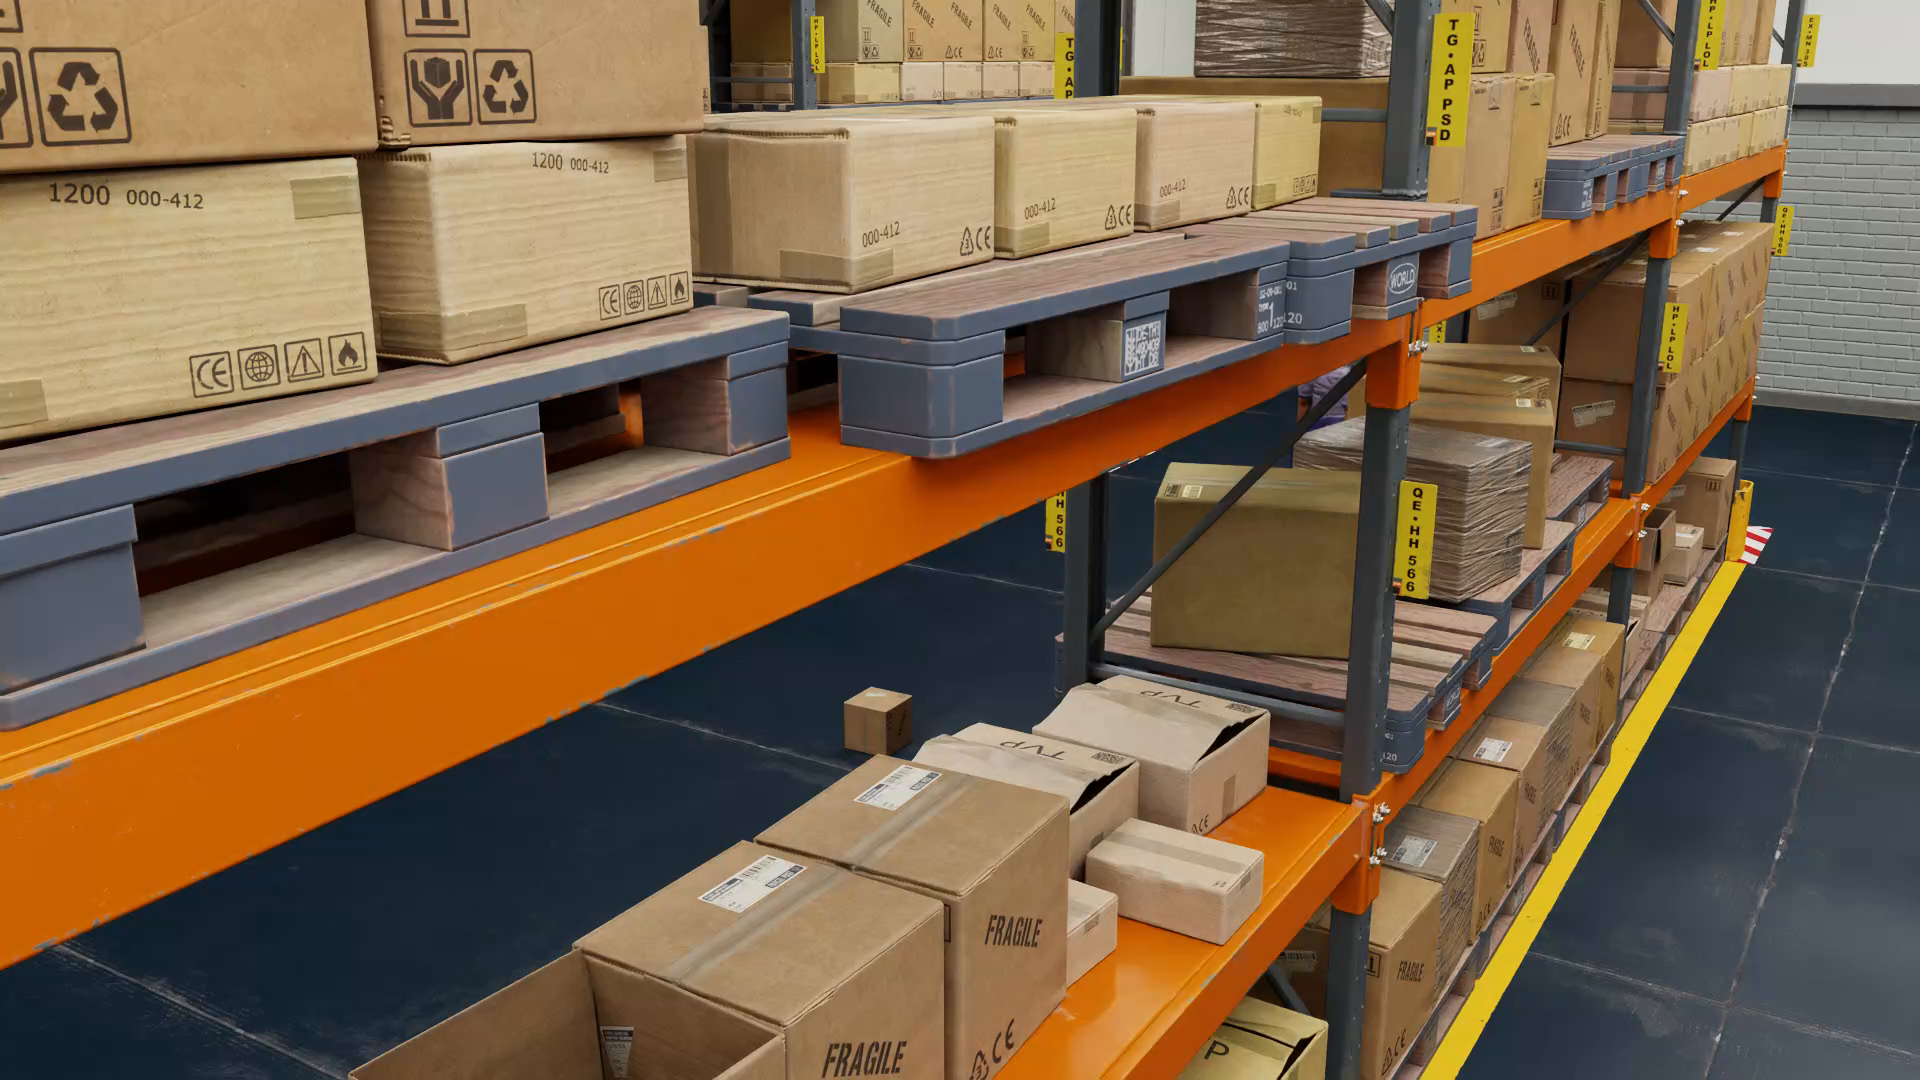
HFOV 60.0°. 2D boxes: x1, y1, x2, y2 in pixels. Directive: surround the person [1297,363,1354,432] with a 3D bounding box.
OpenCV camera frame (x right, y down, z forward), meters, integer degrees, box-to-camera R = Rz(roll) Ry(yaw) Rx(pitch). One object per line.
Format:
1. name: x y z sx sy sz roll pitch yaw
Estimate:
1. person: 2.487 -0.663 11.292 0.480 1.622 0.713 15 22 42
